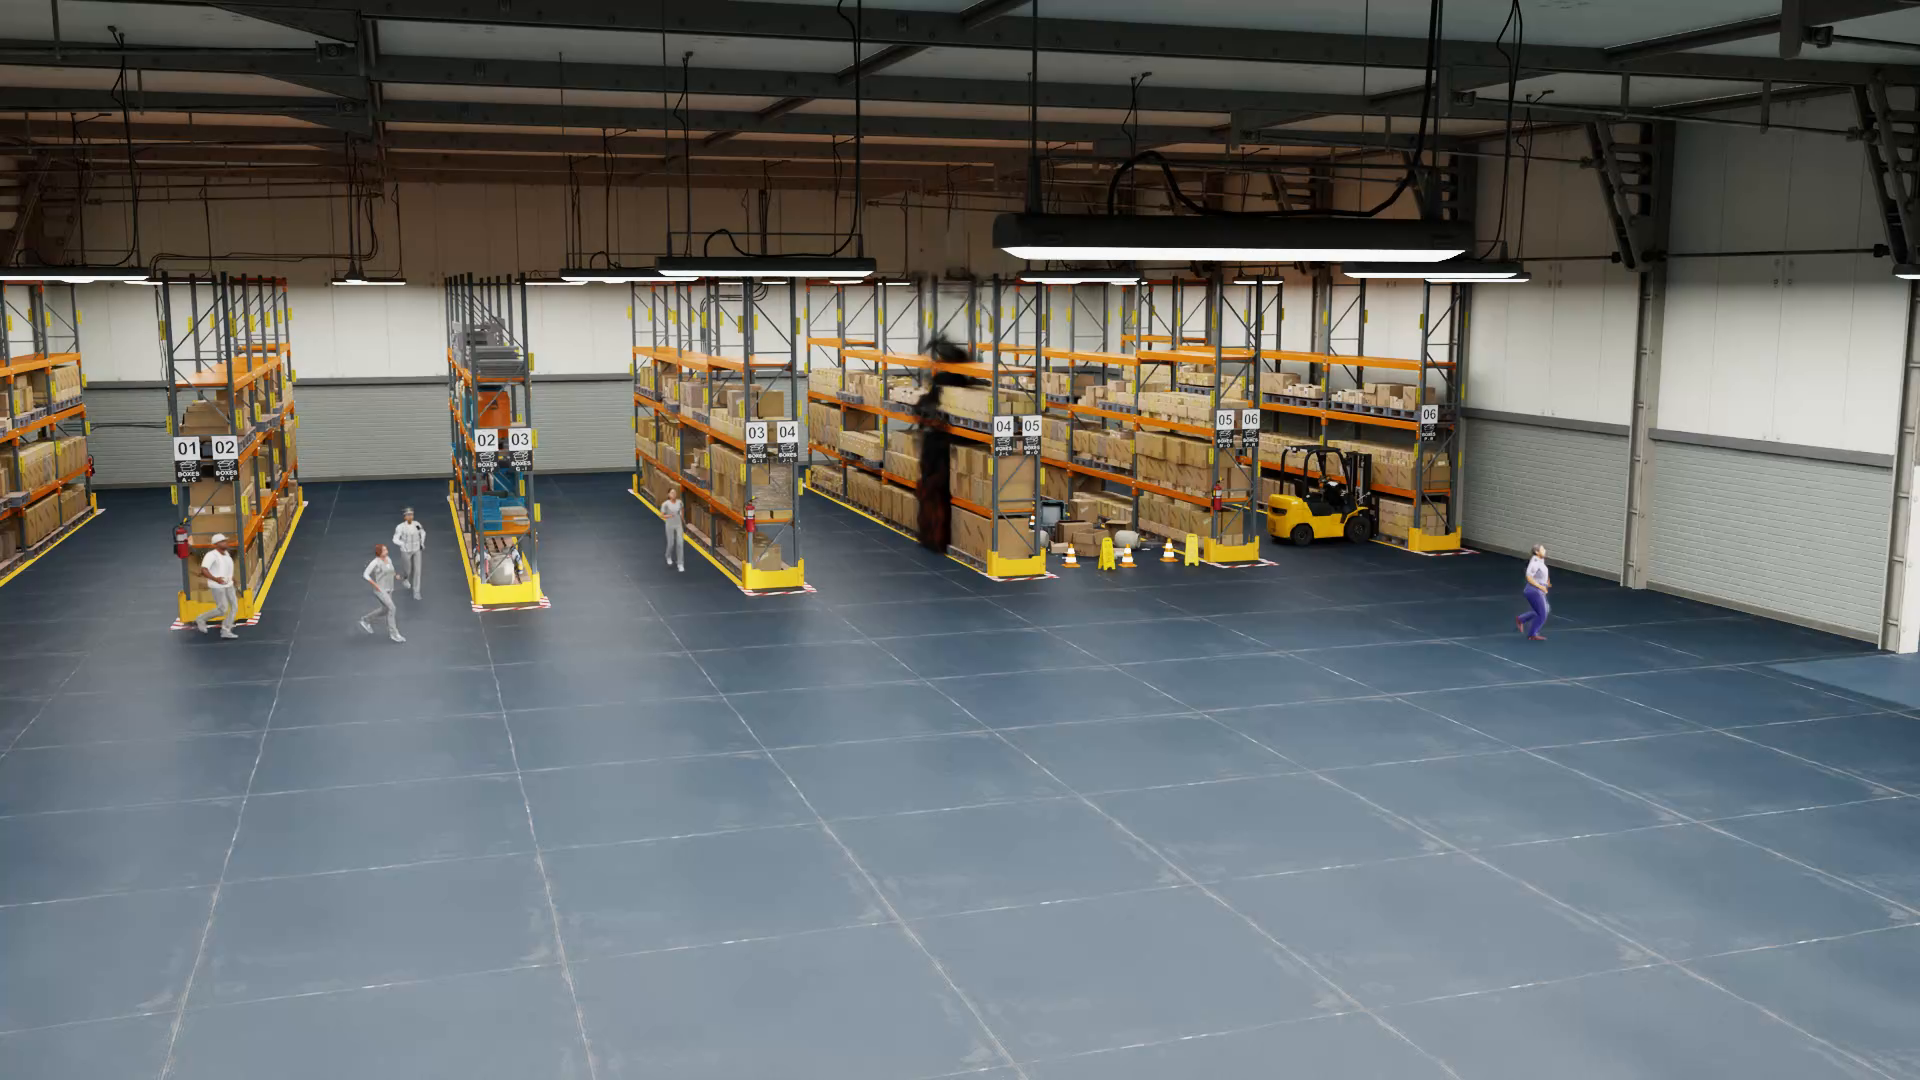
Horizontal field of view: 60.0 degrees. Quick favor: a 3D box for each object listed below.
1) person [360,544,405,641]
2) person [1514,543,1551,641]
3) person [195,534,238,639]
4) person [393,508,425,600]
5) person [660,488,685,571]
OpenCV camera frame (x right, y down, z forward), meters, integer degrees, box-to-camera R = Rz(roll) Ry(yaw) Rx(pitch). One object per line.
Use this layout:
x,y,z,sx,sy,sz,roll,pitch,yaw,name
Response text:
-9.472,0.849,27.227,0.801,1.604,0.528,2,9,13,person
9.389,0.887,27.201,0.516,1.519,0.594,4,9,23,person
-12.225,0.754,27.441,0.718,1.722,0.726,2,9,11,person
-10.253,0.228,31.050,0.617,1.700,0.882,-5,10,-30,person
-5.853,-0.244,33.995,0.565,1.673,0.951,-4,9,-24,person
